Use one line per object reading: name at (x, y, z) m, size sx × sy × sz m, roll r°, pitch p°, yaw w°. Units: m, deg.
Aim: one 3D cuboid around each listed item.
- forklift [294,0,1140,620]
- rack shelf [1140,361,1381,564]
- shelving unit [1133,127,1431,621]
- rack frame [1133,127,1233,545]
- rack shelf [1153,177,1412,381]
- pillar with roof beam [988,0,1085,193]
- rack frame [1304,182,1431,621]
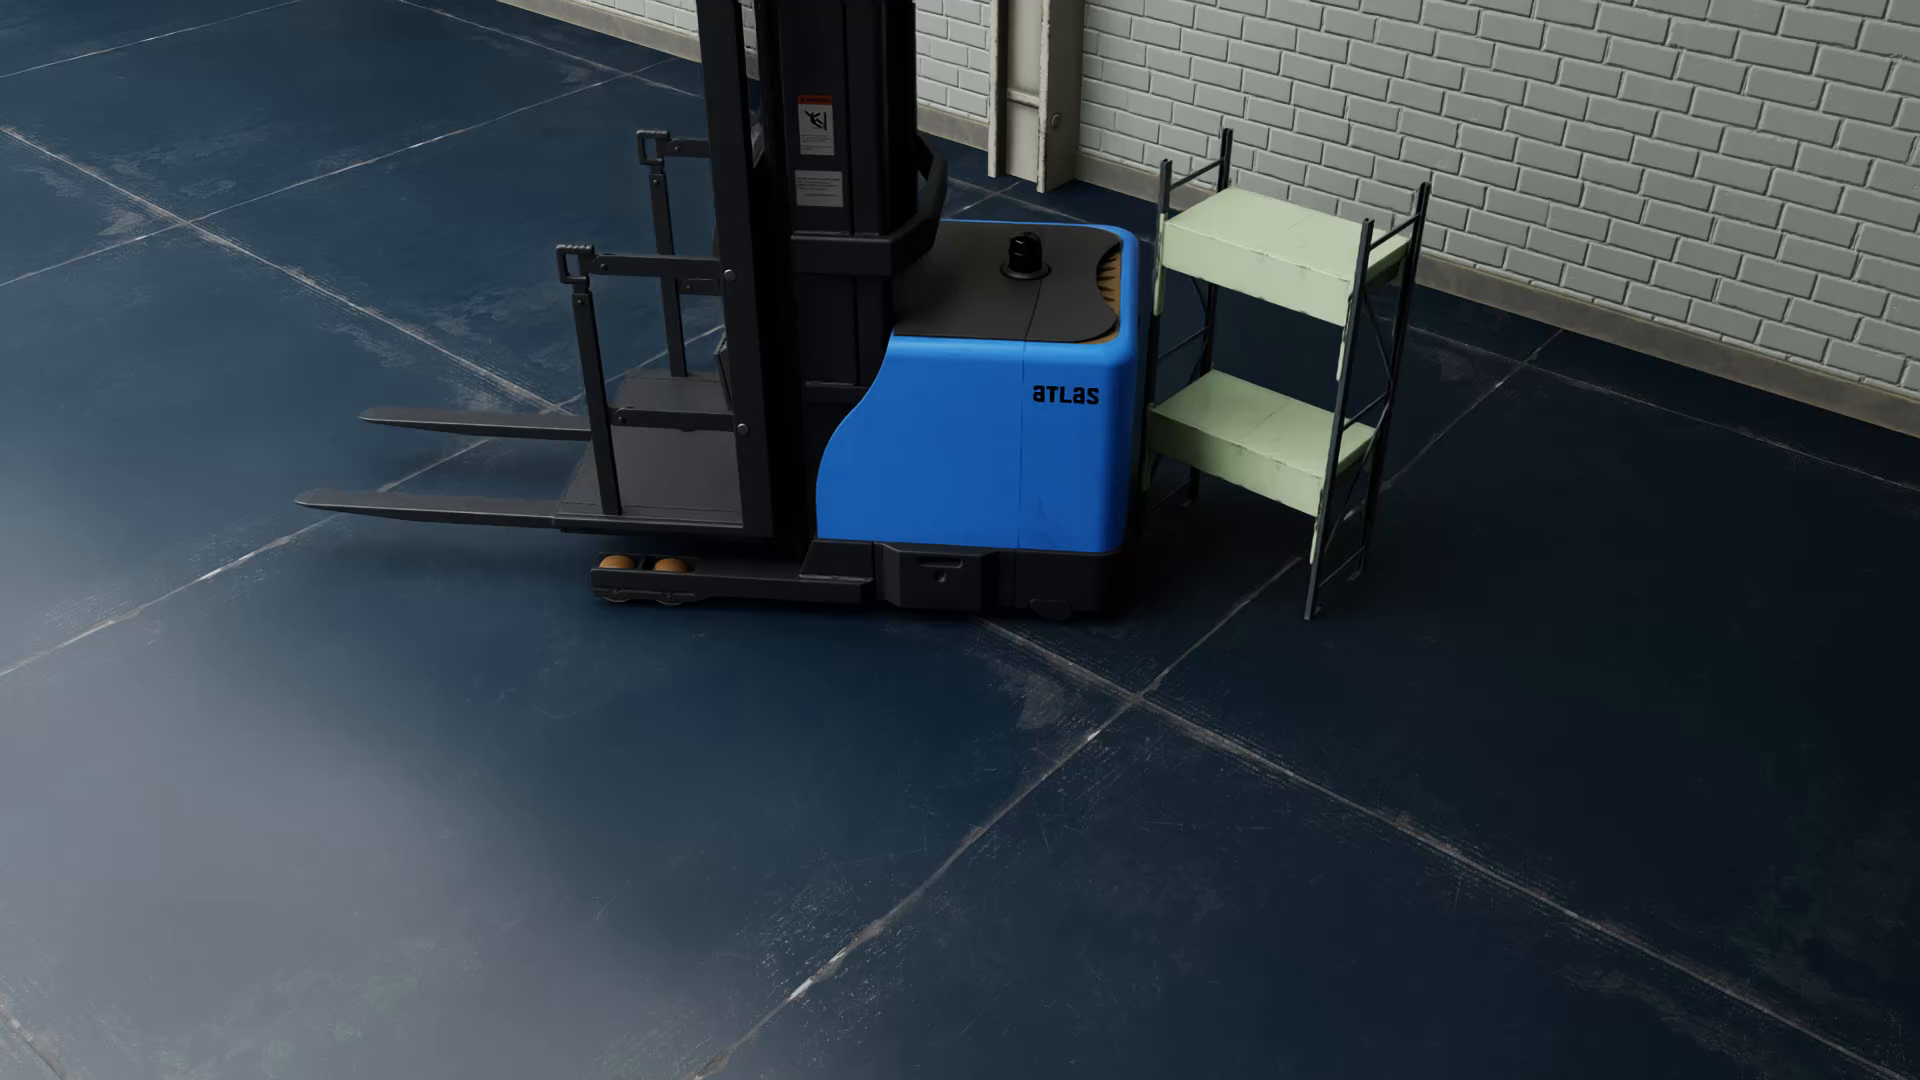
forklift at (-0.891, -1.270, 5.510) m, size 3.031 × 2.935 × 1.130 m, roll 3°, pitch 35°, yaw 4°
rack shelf at (1.067, -0.288, 5.921) m, size 0.720 × 0.370 × 0.431 m, roll 26°, pitch 42°, yaw 32°
shelving unit at (1.067, -0.557, 5.737) m, size 0.755 × 1.500 × 0.431 m, roll 26°, pitch 42°, yaw 32°
rack frame at (0.788, -0.691, 5.931) m, size 0.023 × 1.500 × 0.400 m, roll 26°, pitch 42°, yaw 32°
rack shelf at (1.067, -0.879, 5.516) m, size 0.720 × 0.370 × 0.431 m, roll 26°, pitch 42°, yaw 32°
pillar with roof beam at (-2.353, -3.847, 3.902) m, size 0.400 × 9.000 × 9.100 m, roll 25°, pitch 42°, yaw 32°
rack frame at (1.347, -0.423, 5.542) m, size 0.023 × 1.500 × 0.400 m, roll 26°, pitch 42°, yaw 32°
